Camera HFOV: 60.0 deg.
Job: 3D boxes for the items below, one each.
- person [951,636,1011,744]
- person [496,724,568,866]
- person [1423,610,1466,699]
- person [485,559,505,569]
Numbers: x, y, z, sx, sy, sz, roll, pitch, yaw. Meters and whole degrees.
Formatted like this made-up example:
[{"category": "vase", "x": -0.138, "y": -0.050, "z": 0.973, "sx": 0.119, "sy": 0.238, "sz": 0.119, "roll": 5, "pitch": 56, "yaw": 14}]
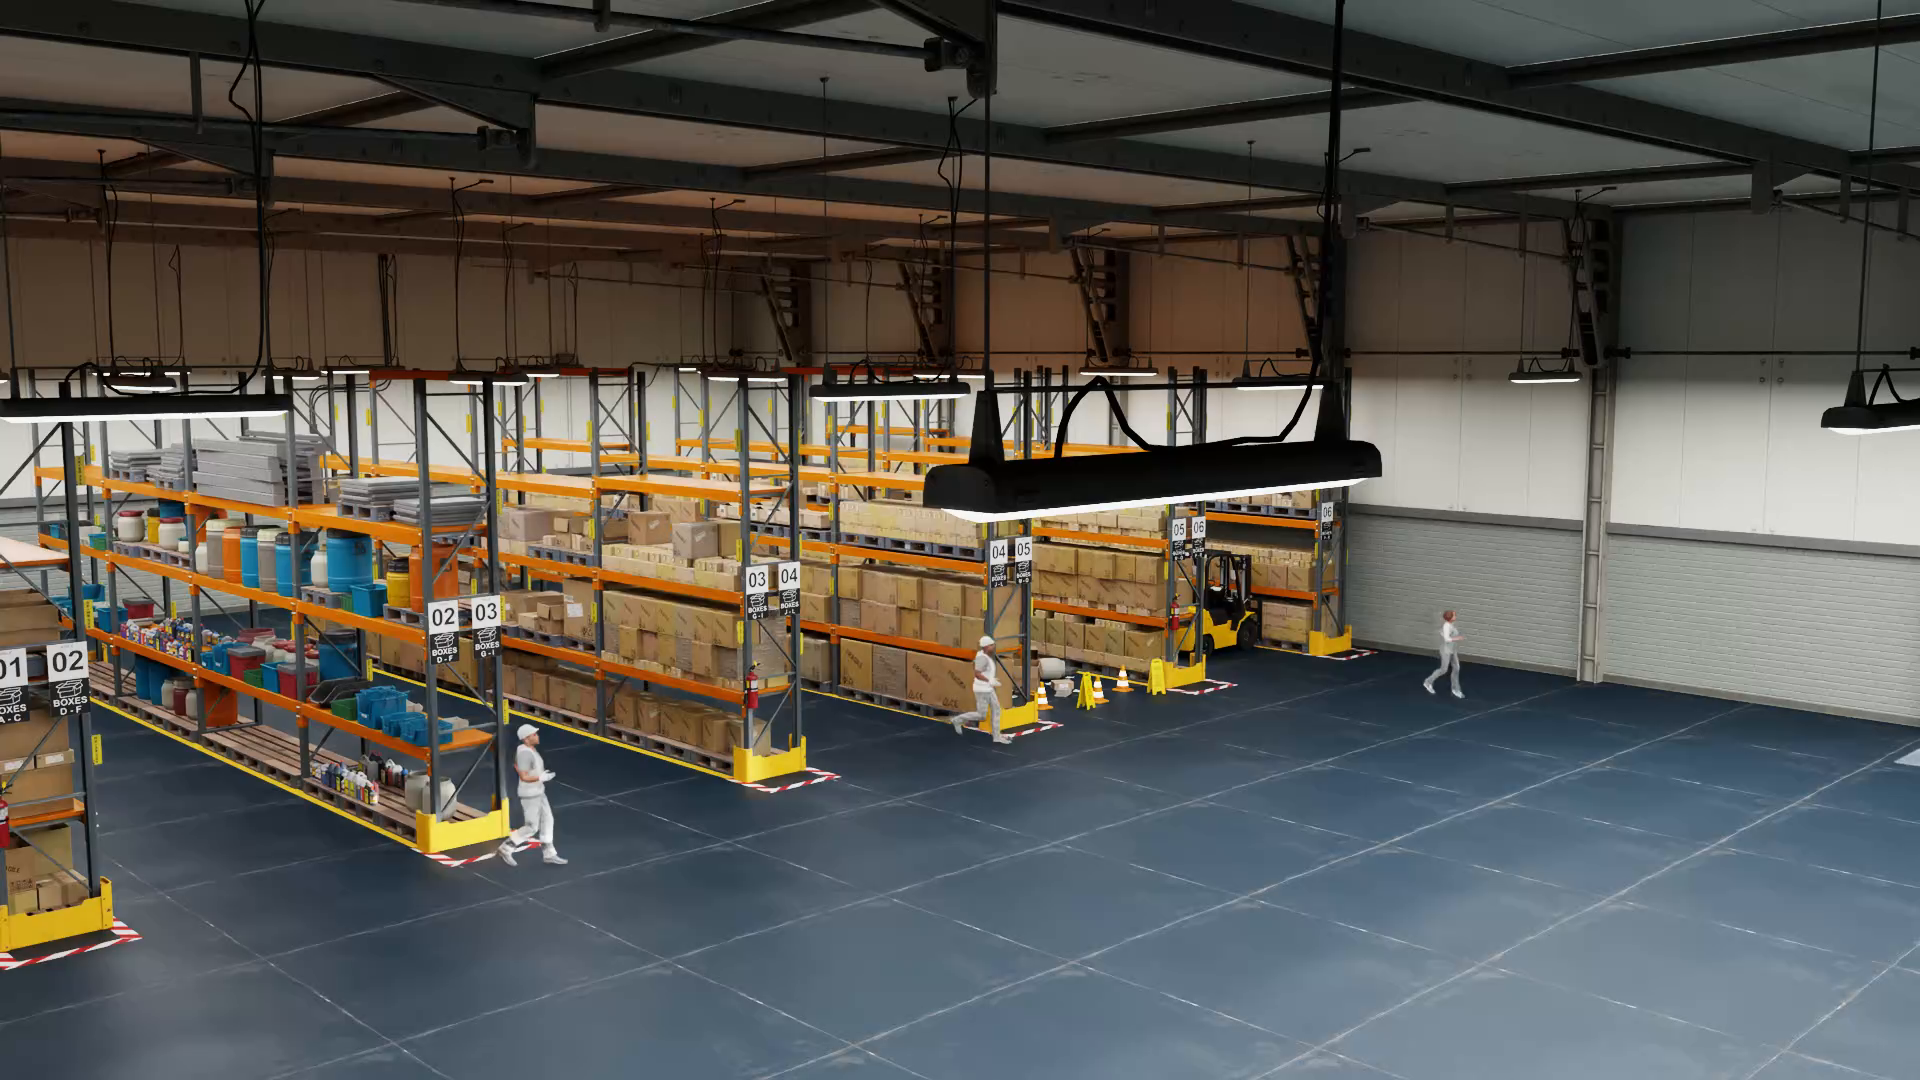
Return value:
[{"category": "person", "x": 0.351, "y": 2.431, "z": 26.947, "sx": 0.982, "sy": 1.764, "sz": 0.690, "roll": 1, "pitch": 7, "yaw": 10}, {"category": "person", "x": -5.266, "y": 3.142, "z": 20.372, "sx": 0.847, "sy": 1.798, "sz": 0.655, "roll": -1, "pitch": 6, "yaw": -7}, {"category": "person", "x": 8.931, "y": 2.083, "z": 30.572, "sx": 0.771, "sy": 1.631, "sz": 0.575, "roll": 4, "pitch": 8, "yaw": 31}, {"category": "person", "x": -11.312, "y": 0.939, "z": 40.304, "sx": 0.815, "sy": 1.702, "sz": 0.642, "roll": -5, "pitch": 8, "yaw": -38}]
